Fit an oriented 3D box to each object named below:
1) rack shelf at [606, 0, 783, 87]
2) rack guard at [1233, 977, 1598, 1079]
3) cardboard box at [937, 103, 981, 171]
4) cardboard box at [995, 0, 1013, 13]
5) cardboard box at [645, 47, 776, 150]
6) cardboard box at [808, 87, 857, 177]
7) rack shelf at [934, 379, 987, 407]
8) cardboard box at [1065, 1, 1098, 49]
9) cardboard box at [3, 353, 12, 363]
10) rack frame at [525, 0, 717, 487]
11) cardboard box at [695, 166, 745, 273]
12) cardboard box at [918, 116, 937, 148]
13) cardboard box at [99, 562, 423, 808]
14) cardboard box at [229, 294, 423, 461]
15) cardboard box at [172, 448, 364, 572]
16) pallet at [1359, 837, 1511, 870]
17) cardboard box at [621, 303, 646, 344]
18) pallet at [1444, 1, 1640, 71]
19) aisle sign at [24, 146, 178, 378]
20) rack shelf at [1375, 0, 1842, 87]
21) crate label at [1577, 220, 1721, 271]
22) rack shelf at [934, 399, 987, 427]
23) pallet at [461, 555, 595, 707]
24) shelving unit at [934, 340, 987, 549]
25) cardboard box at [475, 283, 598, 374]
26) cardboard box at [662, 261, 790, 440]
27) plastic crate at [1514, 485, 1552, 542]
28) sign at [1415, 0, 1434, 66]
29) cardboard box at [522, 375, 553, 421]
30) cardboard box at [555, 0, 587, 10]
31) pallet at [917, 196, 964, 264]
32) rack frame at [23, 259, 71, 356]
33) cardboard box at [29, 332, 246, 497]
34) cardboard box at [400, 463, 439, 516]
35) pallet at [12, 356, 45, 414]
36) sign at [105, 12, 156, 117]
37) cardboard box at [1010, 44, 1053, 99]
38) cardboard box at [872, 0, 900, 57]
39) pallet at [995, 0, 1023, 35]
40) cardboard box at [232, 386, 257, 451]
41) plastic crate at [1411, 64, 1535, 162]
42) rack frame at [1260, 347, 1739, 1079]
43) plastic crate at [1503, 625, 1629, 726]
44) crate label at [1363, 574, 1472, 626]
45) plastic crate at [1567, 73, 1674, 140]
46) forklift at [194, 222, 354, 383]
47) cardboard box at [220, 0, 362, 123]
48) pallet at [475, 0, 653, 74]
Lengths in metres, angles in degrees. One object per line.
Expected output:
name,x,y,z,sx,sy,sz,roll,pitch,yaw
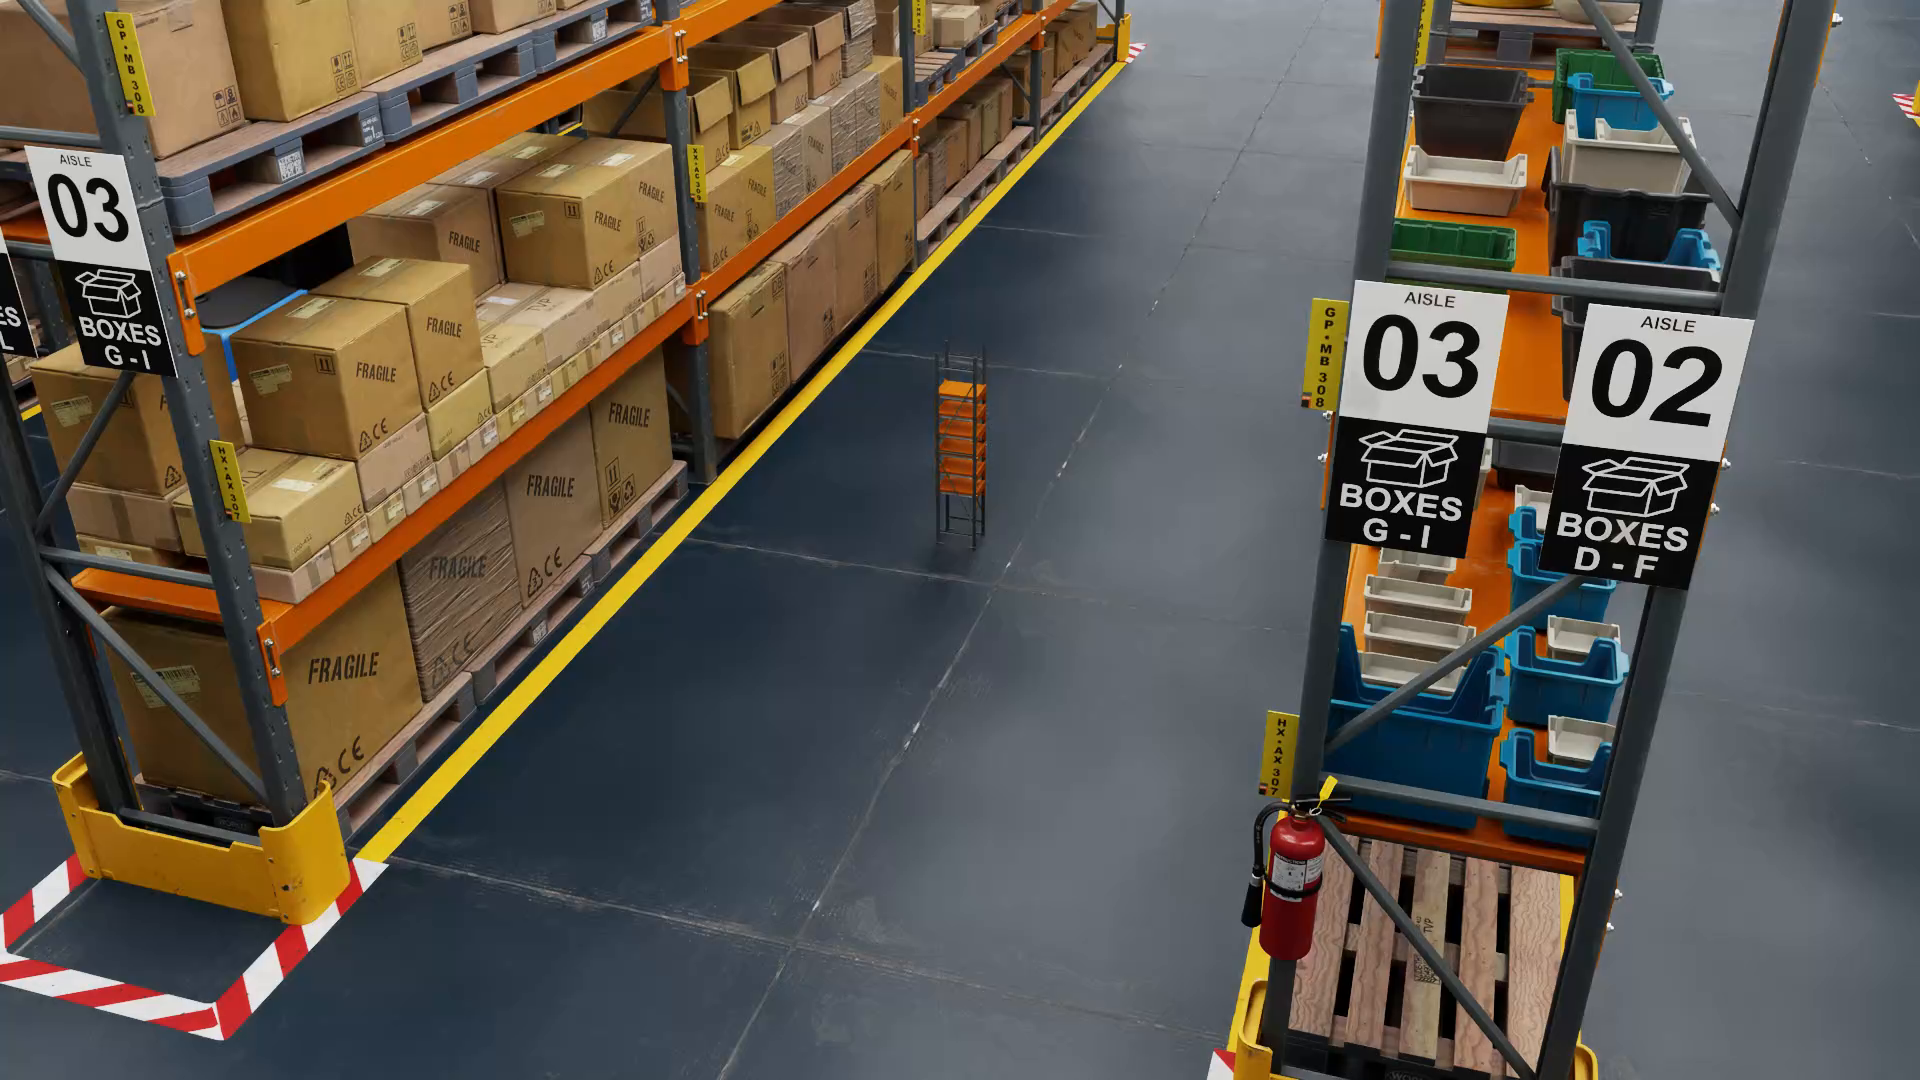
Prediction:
rack shelf,-1.433,-3.665,10.908,1.077,0.370,4.000,8,30,15
rack guard,1.546,1.931,5.764,1.175,0.500,0.348,8,30,15
cardboard box,-0.194,-3.796,15.607,0.700,0.500,0.500,6,30,11
cardboard box,-0.038,-5.554,15.599,1.000,1.000,1.000,9,30,15
cardboard box,-1.628,-2.837,10.629,0.797,0.503,0.637,9,30,15
cardboard box,-1.055,-2.905,11.783,0.500,0.500,0.500,8,30,13
rack shelf,0.004,-0.807,9.317,0.258,0.103,0.180,8,30,15
cardboard box,1.303,-6.120,19.804,0.500,0.500,0.500,14,32,24
cardboard box,-6.588,-1.243,11.093,0.380,0.149,0.250,7,30,12
rack frame,-2.020,-1.740,9.792,1.000,3.000,0.127,8,30,15
cardboard box,-1.646,-1.961,10.087,0.500,0.500,0.500,9,30,15
cardboard box,-0.532,-3.590,14.465,0.500,0.250,0.500,12,31,20
cardboard box,-3.082,0.555,7.420,0.875,0.875,0.875,8,30,15
cardboard box,-2.648,-0.690,6.981,0.500,0.500,0.500,8,30,14
cardboard box,-2.795,-0.130,6.746,0.500,0.250,0.500,8,30,14
pallet,2.180,1.102,7.552,1.003,0.211,1.213,8,30,15
cardboard box,-1.947,-1.202,9.084,0.380,0.149,0.250,8,30,14
pallet,2.852,-2.639,8.518,1.213,0.211,1.003,8,30,15
aisle sign,-2.928,-0.940,5.681,0.394,0.787,0.004,8,30,15
rack shelf,2.128,-2.236,5.664,1.077,0.370,4.000,8,30,15
crate label,2.121,-0.802,5.174,0.408,0.251,0.502,8,30,15
rack shelf,0.004,-0.702,9.375,0.258,0.103,0.180,8,30,15
pallet,-2.674,0.390,8.832,1.003,0.211,1.213,8,30,15
shelving unit,0.004,-0.531,9.470,0.258,1.200,0.189,8,30,15
cardboard box,-2.198,-1.083,8.460,0.500,0.250,0.500,9,30,16
cardboard box,-1.851,-1.295,10.746,1.225,0.875,0.875,9,30,15
plastic crate,2.491,-0.092,7.039,0.293,0.136,0.466,8,30,15
sign,2.190,-2.427,7.932,0.100,0.325,0.005,8,30,15
cardboard box,-2.249,-0.726,8.228,0.380,0.149,0.250,9,30,16
cardboard box,-2.192,-2.949,8.242,0.700,0.500,0.500,7,30,12
pallet,-0.615,-2.743,14.463,1.003,0.211,1.213,8,30,15
rack frame,-6.731,-2.494,11.148,1.000,3.000,0.127,8,30,15
cardboard box,-3.302,-0.537,6.706,0.500,0.500,0.500,9,30,15
cardboard box,-2.550,-0.249,7.370,0.380,0.149,0.250,8,30,14
pallet,-6.895,-0.959,11.256,1.003,0.211,1.213,8,30,15
sign,-2.665,-1.526,5.342,0.100,0.325,0.005,8,30,15
cardboard box,0.645,-4.996,17.785,0.500,0.500,0.500,19,34,30
cardboard box,-0.725,-4.082,13.468,0.500,0.500,0.500,5,29,9
pallet,-0.035,-5.039,15.920,1.003,0.211,1.213,8,30,15
cardboard box,-3.156,-0.444,7.311,0.500,0.250,0.500,8,30,14
plastic crate,2.088,-1.748,6.856,0.497,0.269,0.590,8,30,15
rack frame,1.541,0.826,5.180,1.000,3.000,0.127,8,30,15
plastic crate,2.121,0.499,5.877,0.416,0.233,0.300,8,30,15
crate label,1.765,0.245,6.434,0.396,0.136,0.243,8,30,15
plastic crate,2.753,-1.802,6.990,0.416,0.233,0.300,8,30,15
forklift,-4.374,-2.299,10.867,1.130,2.935,3.031,7,30,12
cardboard box,-2.812,-1.956,6.457,0.700,0.500,0.500,7,30,13
pallet,-2.270,-2.633,8.403,1.003,0.211,1.213,8,30,15
